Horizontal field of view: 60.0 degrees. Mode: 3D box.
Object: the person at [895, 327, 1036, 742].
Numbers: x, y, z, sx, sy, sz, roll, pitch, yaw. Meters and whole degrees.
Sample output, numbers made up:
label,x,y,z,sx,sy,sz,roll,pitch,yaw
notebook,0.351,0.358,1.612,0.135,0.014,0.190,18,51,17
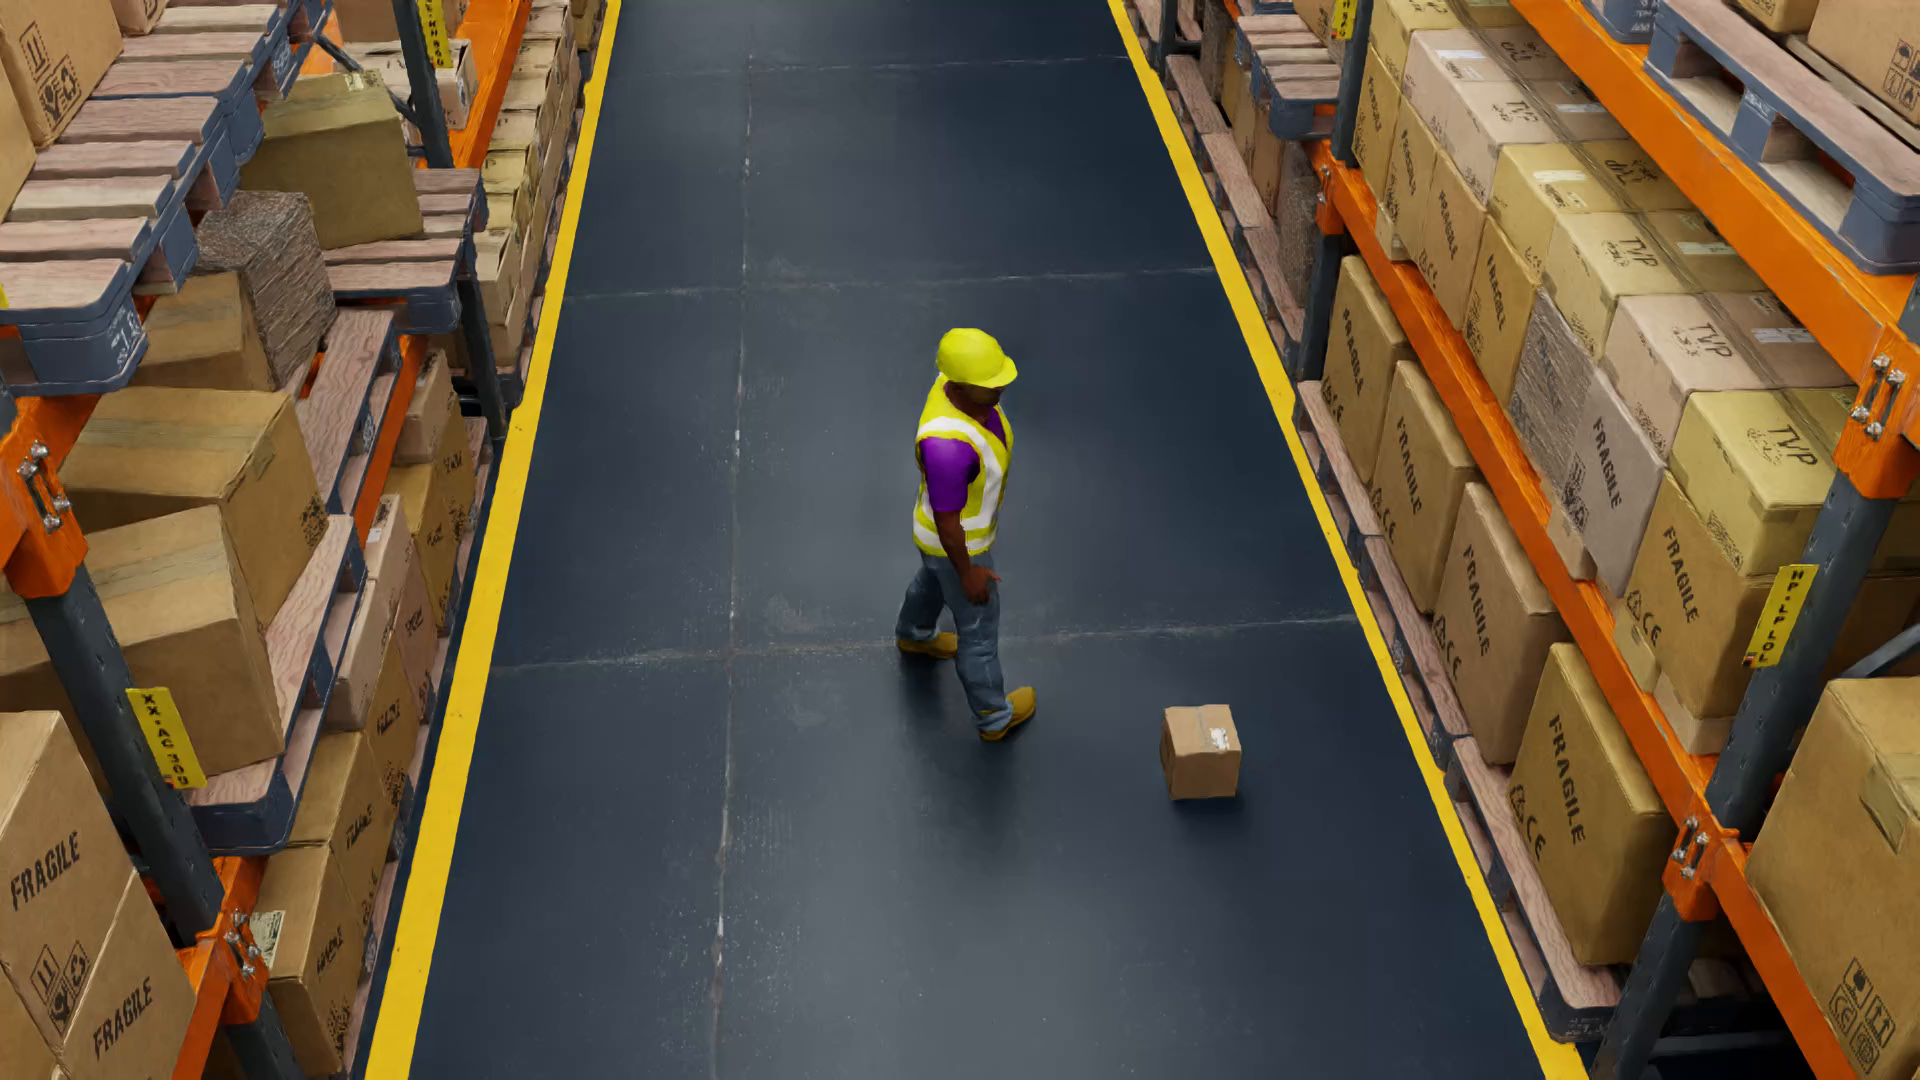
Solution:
label,x,y,z,sx,sy,sz,roll,pitch,yaw
person,0.011,-0.064,6.220,0.598,1.762,0.635,3,39,3
